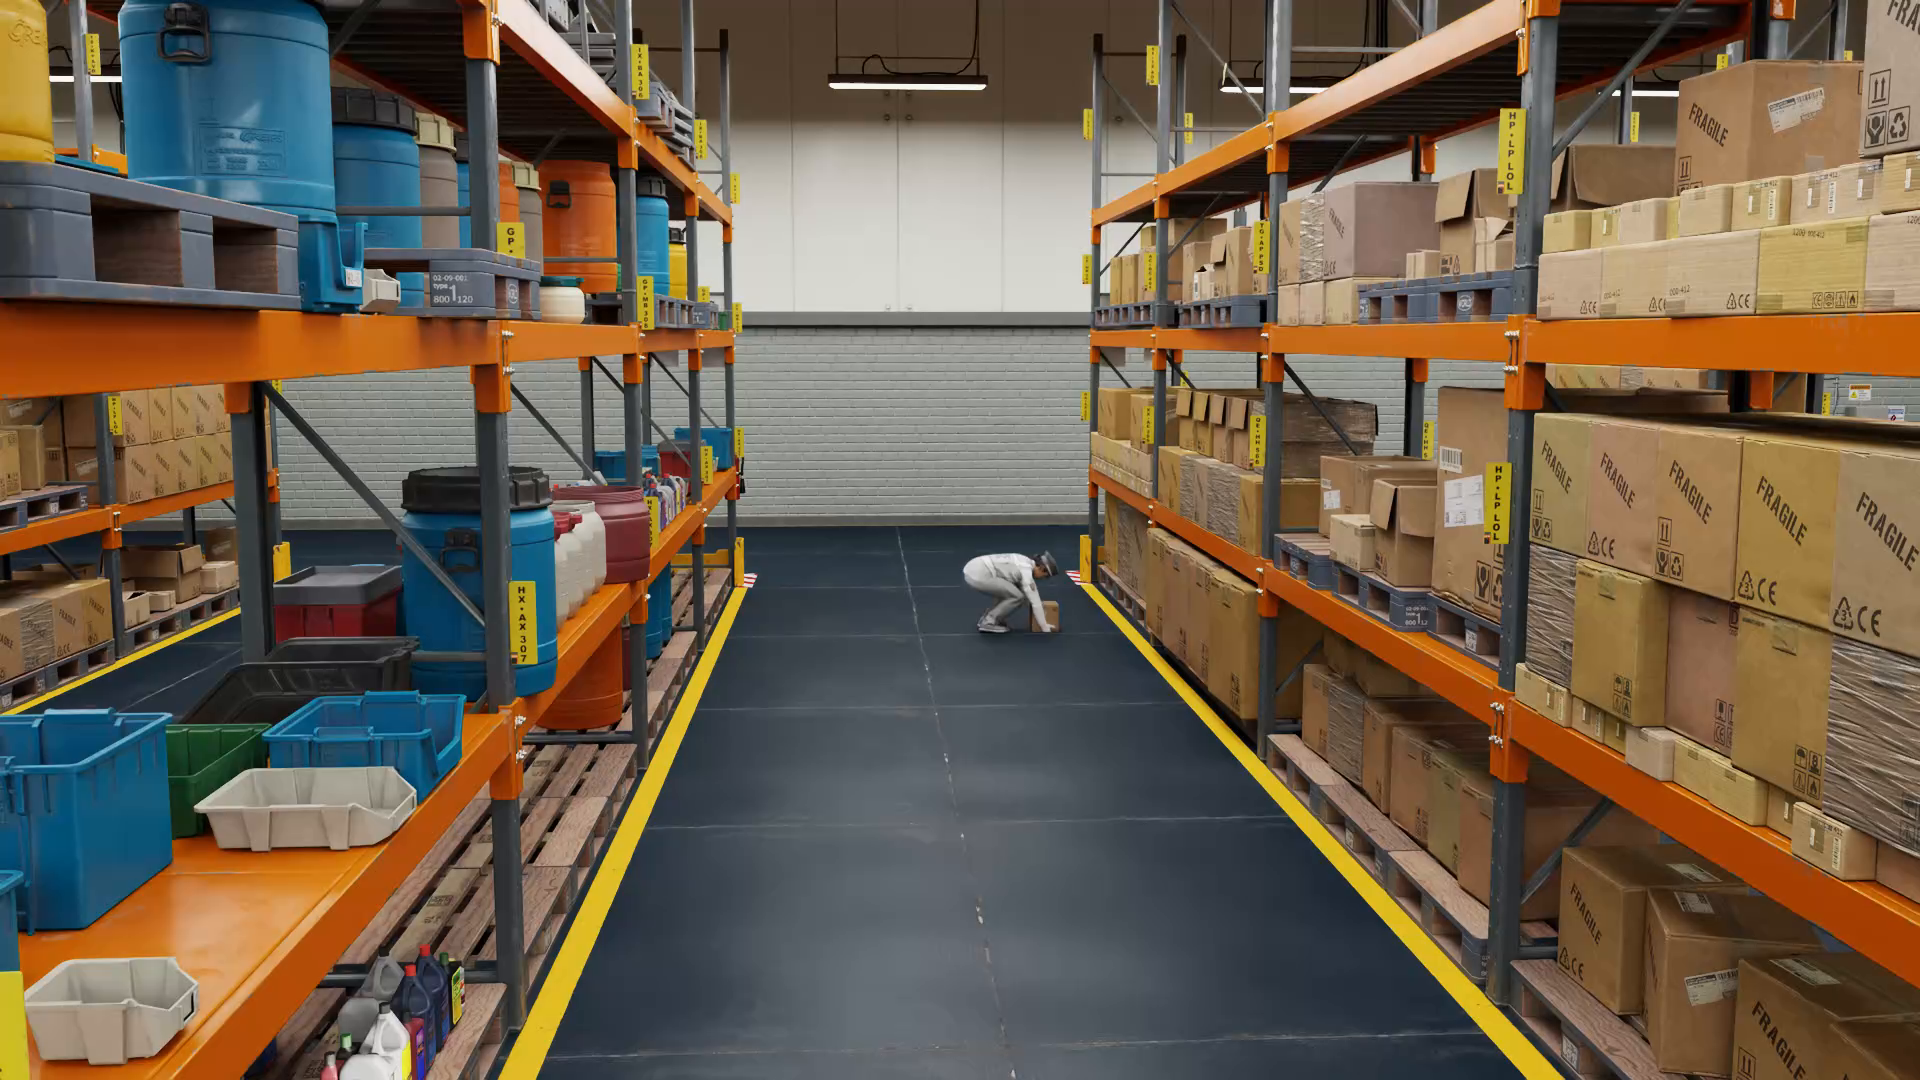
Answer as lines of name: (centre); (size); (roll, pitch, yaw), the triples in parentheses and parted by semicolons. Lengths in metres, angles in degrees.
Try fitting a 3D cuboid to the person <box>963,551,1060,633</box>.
person: (0.487, 0.487, 15.619); (0.915, 0.760, 0.458); (-1, 7, -5)
